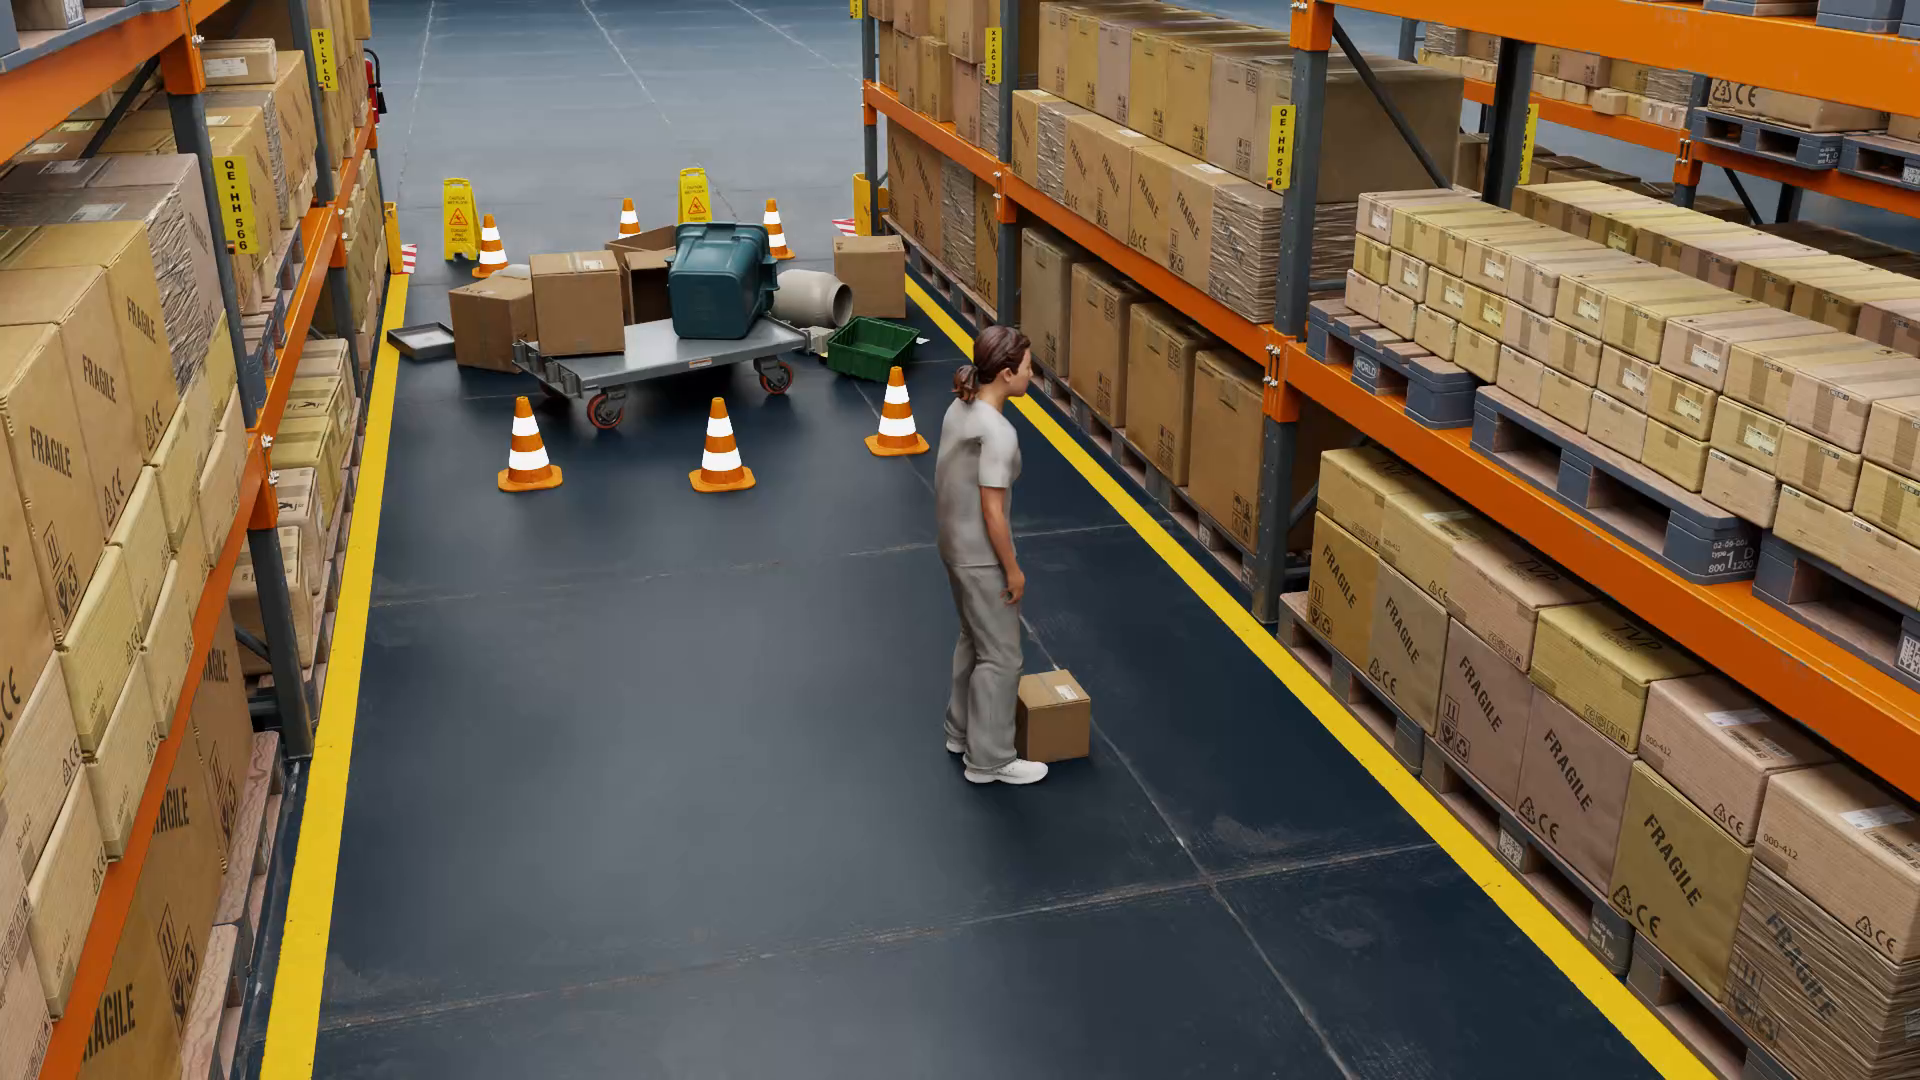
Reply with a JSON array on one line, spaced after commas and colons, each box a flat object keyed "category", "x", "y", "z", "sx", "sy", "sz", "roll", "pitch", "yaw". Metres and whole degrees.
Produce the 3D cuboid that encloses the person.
[{"category": "person", "x": 0.100, "y": 0.051, "z": 5.977, "sx": 0.356, "sy": 1.673, "sz": 0.487, "roll": -6, "pitch": 24, "yaw": -14}]
